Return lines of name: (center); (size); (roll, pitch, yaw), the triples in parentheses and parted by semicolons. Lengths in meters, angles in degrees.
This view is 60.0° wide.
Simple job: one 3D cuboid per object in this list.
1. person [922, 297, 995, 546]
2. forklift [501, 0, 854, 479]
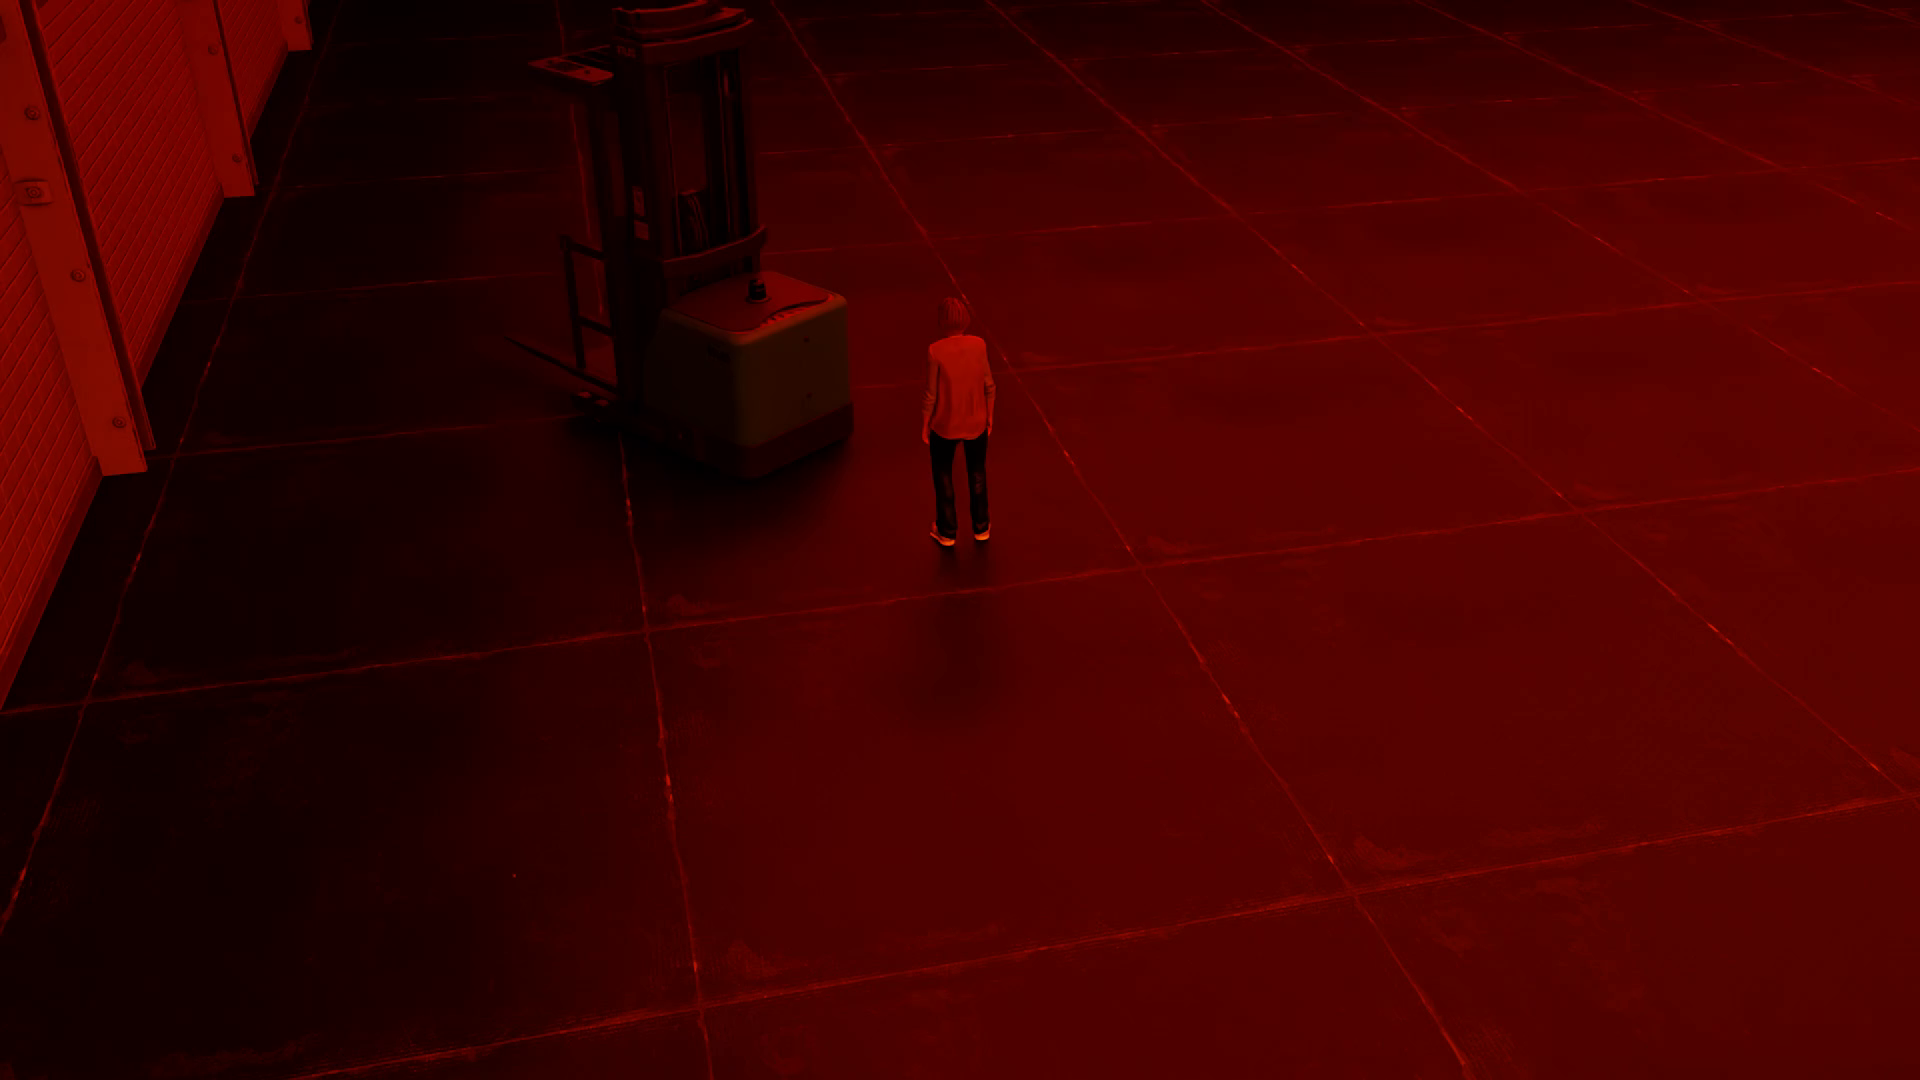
person: (-0.011, -0.698, 10.118); (0.467, 1.591, 0.344); (-8, 31, -13)
forklift: (-2.182, -2.287, 11.526); (3.031, 2.935, 1.130); (24, 38, 35)
